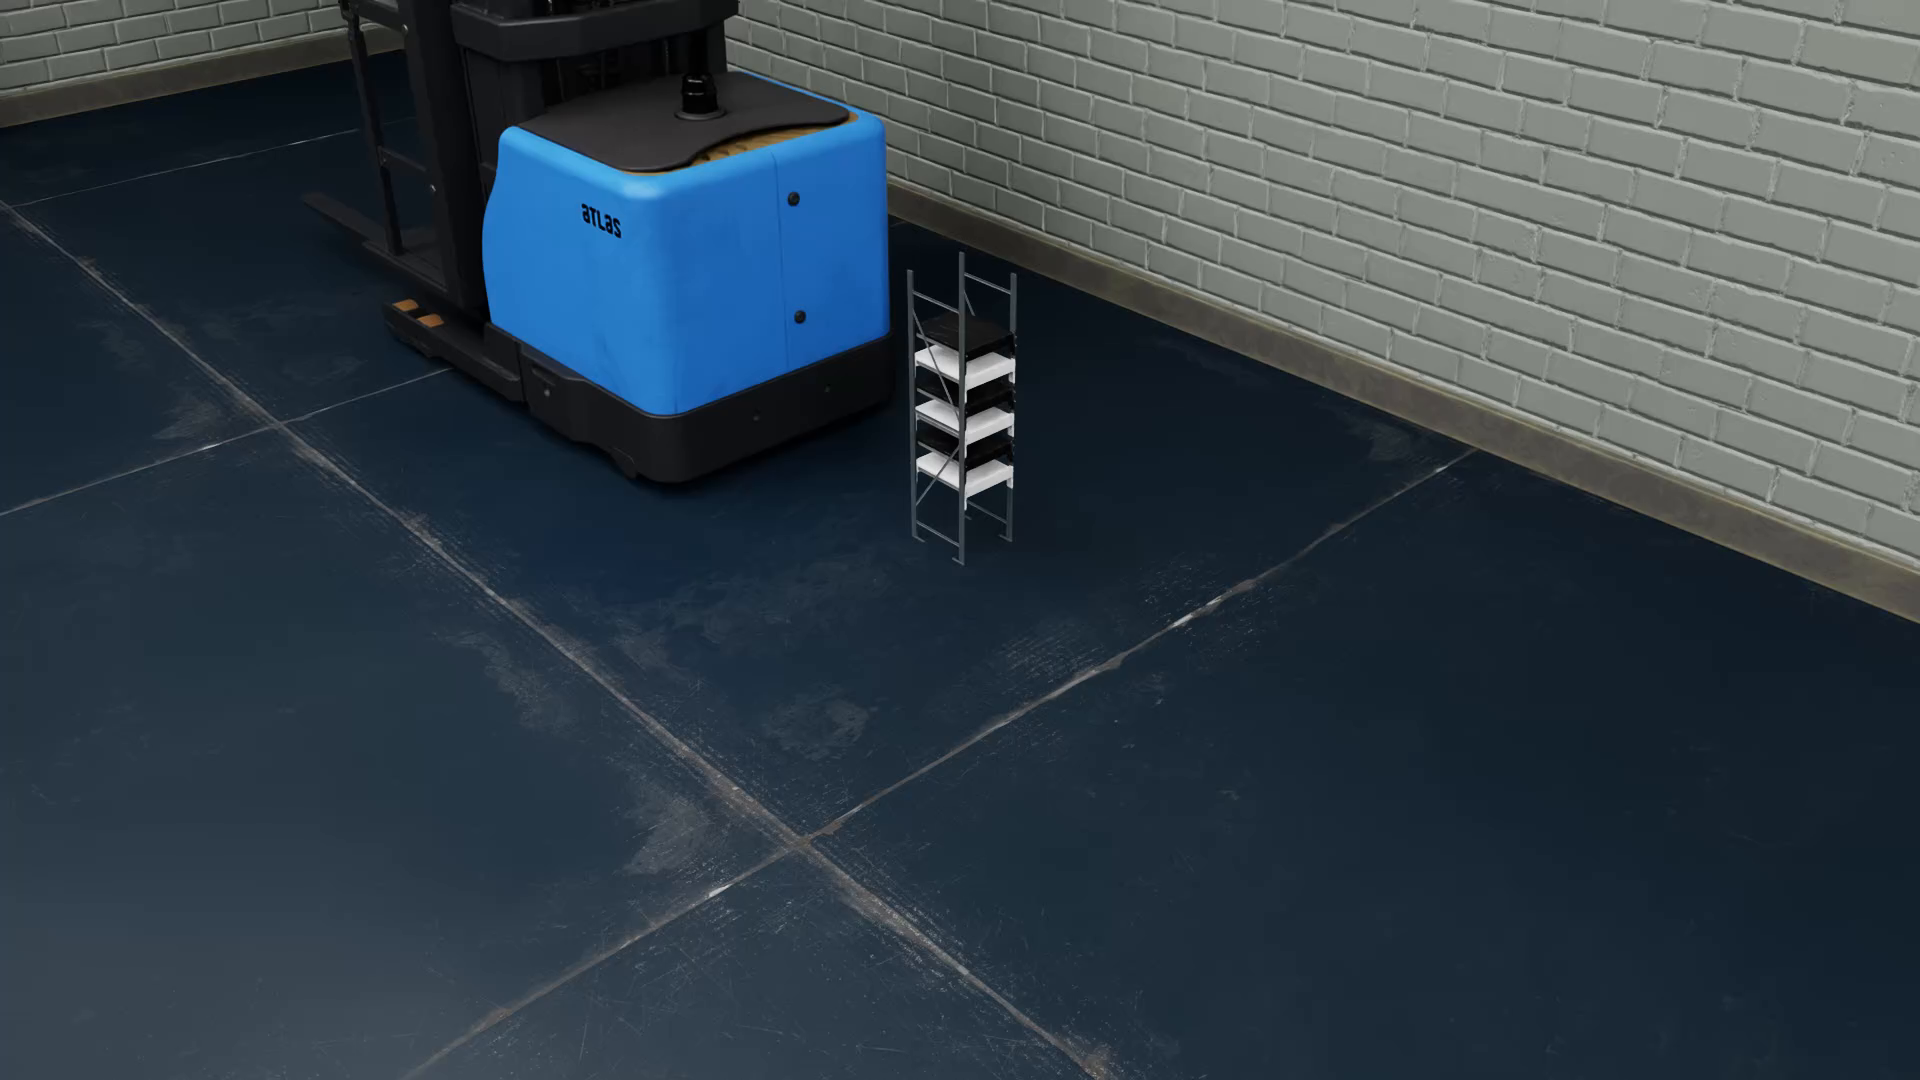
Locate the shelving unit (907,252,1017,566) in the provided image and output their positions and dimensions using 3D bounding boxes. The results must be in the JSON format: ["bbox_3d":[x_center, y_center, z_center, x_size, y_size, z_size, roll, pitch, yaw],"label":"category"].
[{"bbox_3d":[0.006,-0.387,5.020,0.210,0.900,0.258,-26,40,-35],"label":"shelving unit"}]

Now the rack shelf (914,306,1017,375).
[{"bbox_3d":[0.006,-0.589,4.896,0.200,0.077,0.258,-26,40,-35],"label":"rack shelf"}]

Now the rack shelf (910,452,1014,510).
[{"bbox_3d":[0.006,-0.205,5.131,0.200,0.077,0.258,-26,40,-35],"label":"rack shelf"}]

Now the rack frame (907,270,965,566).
[{"bbox_3d":[-0.069,-0.351,4.961,0.006,0.900,0.240,-26,40,-35],"label":"rack frame"}]

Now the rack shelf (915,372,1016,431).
[{"bbox_3d":[0.006,-0.435,4.990,0.200,0.077,0.258,-26,40,-35],"label":"rack shelf"}]

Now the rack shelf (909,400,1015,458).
[{"bbox_3d":[0.006,-0.358,5.037,0.200,0.077,0.258,-26,40,-35],"label":"rack shelf"}]

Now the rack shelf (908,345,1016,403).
[{"bbox_3d":[0.006,-0.512,4.943,0.200,0.077,0.258,-26,40,-35],"label":"rack shelf"}]

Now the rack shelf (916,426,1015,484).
[{"bbox_3d":[0.006,-0.282,5.084,0.200,0.077,0.258,-26,40,-35],"label":"rack shelf"}]

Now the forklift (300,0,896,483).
[{"bbox_3d":[-1.608,-2.113,5.896,1.130,2.935,3.031,-26,40,-36],"label":"forklift"}]

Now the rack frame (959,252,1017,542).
[{"bbox_3d":[0.081,-0.423,5.079,0.006,0.900,0.240,-26,40,-35],"label":"rack frame"}]
